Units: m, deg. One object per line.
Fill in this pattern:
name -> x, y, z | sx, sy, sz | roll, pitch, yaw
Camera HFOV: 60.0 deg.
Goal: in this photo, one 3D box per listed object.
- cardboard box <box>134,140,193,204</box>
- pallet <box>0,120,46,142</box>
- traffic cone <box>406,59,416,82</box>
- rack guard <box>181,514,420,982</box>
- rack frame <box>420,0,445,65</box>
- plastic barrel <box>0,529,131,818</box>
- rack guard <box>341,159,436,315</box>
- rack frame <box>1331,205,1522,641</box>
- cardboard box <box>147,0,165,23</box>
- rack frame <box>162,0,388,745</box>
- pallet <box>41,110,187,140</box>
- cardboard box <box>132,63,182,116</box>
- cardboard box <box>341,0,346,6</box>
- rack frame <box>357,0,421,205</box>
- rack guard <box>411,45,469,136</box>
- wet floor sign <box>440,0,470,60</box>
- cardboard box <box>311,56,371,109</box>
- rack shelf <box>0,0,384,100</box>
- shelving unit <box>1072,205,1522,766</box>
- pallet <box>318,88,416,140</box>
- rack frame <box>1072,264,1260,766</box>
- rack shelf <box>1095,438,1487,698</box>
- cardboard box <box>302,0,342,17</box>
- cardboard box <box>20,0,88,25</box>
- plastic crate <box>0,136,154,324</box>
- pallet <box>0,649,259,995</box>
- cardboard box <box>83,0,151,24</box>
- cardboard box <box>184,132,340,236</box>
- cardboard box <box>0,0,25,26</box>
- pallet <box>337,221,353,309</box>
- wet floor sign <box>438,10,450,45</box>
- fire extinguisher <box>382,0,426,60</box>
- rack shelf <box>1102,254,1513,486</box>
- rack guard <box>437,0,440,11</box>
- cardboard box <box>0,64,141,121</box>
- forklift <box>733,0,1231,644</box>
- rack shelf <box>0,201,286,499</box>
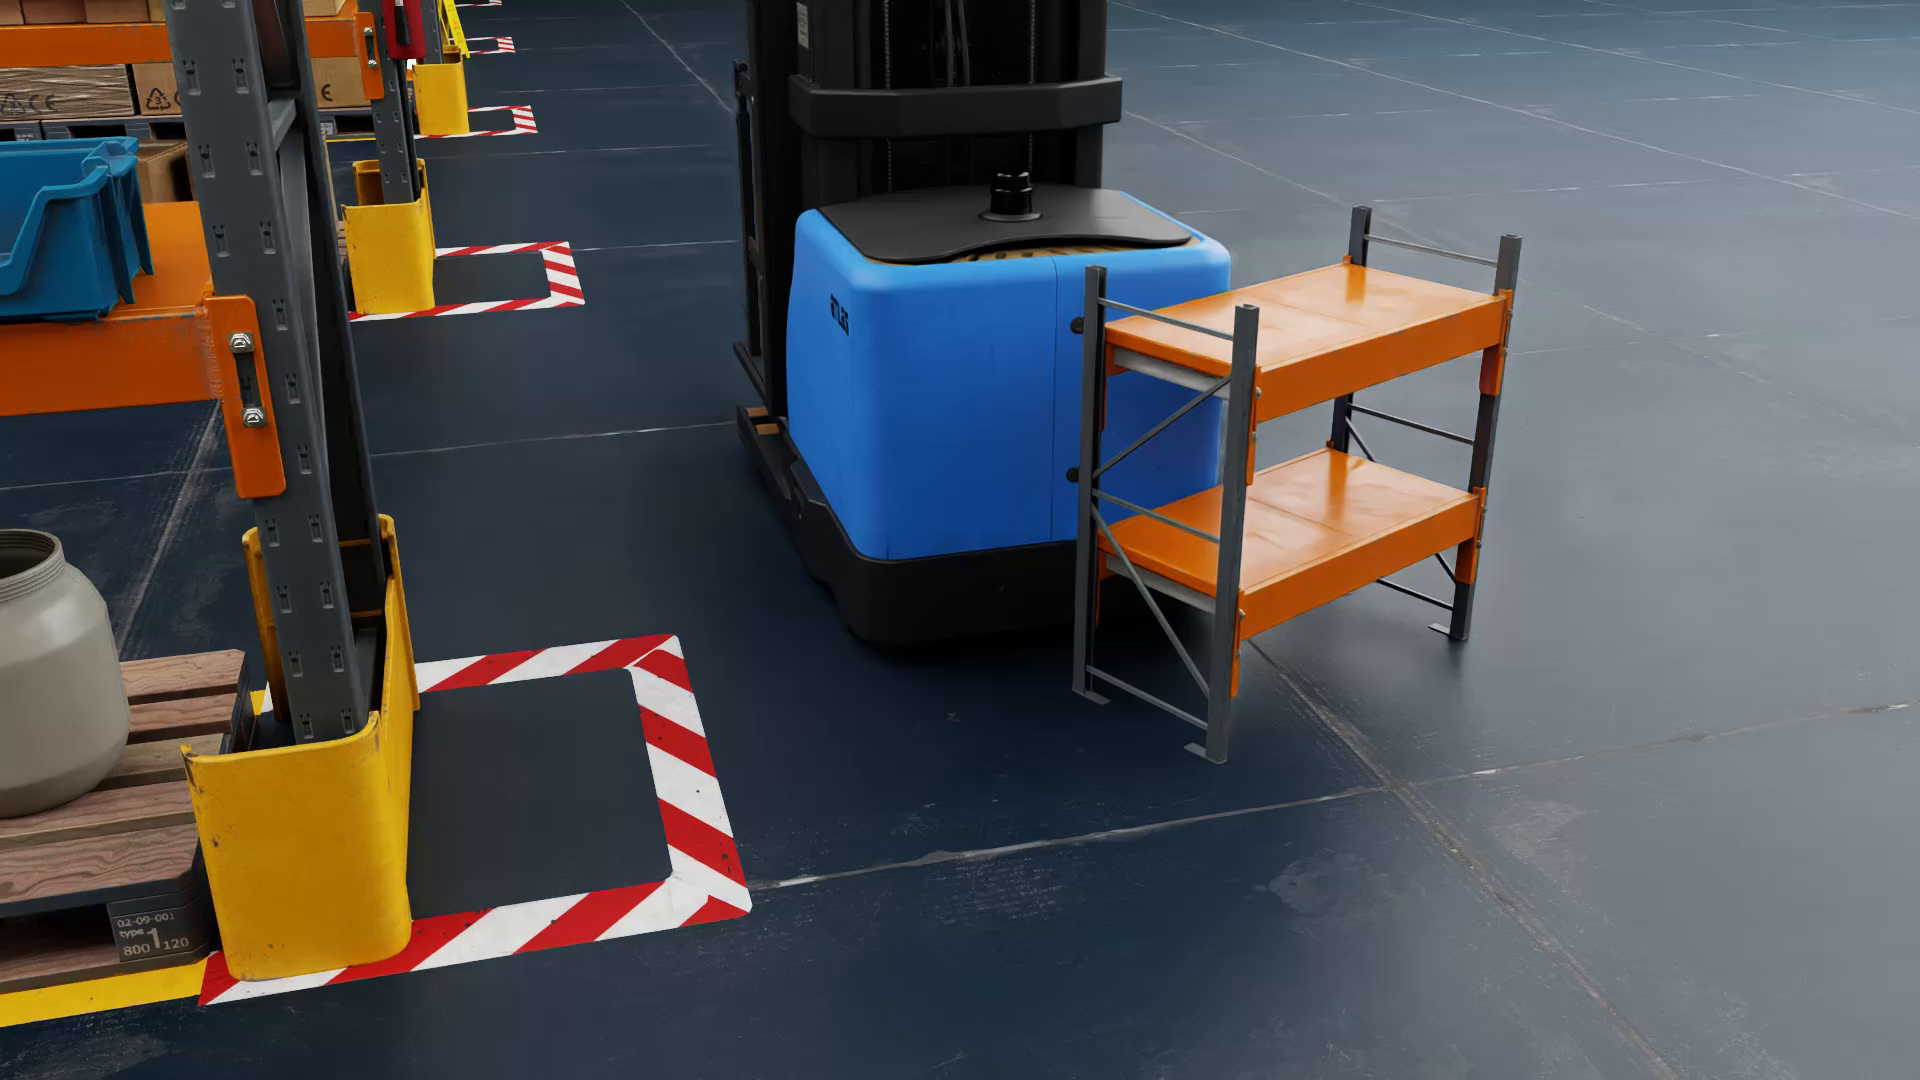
cardboard box -> -3.870, -1.565, 7.730 | 0.500, 0.500, 0.500 | 0, 23, 0
pallet -> -7.039, -2.895, 11.729 | 1.213, 0.211, 1.003 | -6, 24, -14
traffic cone -> -4.813, -4.333, 14.762 | 0.334, 0.463, 0.336 | -6, 24, -14
rack guard -> -1.421, 0.398, 3.689 | 0.348, 0.500, 1.175 | -6, 24, -14
rack frame -> -3.941, -4.551, 12.052 | 0.127, 3.000, 1.000 | -6, 24, -14
plastic barrel -> -1.973, 0.273, 3.433 | 0.421, 0.512, 0.421 | 0, 23, 0
rack guard -> -2.771, -1.500, 8.113 | 0.348, 0.500, 1.175 | -6, 24, -14
rack frame -> 1.237, -0.315, 4.557 | 0.032, 1.125, 0.500 | -19, 30, -37
cardboard box -> -3.385, -2.360, 7.266 | 0.250, 0.149, 0.380 | -6, 24, -14
rack frame -> -1.360, -0.777, 3.256 | 0.127, 3.000, 1.000 | -6, 24, -14
pallet -> -5.862, -3.026, 12.035 | 1.213, 0.211, 1.003 | -6, 24, -14
cardboard box -> -5.422, -3.576, 11.942 | 0.875, 0.875, 0.875 | -7, 24, -15
cardboard box -> -3.037, -2.602, 7.828 | 0.250, 0.149, 0.380 | -6, 24, -14
rack frame -> -2.698, -2.657, 7.639 | 0.127, 3.000, 1.000 | -6, 24, -14
rack guard -> -3.918, -3.405, 12.551 | 0.348, 0.500, 1.175 | -6, 24, -14
wet floor sign -> -4.903, -4.952, 15.972 | 0.232, 0.644, 0.267 | 2, 23, 4
cardboard box -> -4.576, -3.670, 12.162 | 0.875, 0.875, 0.875 | -6, 24, -14
rack shelf -> -4.624, -2.114, 7.284 | 4.000, 0.370, 1.077 | -6, 24, -14
shelving unit -> 0.852, -0.184, 4.251 | 1.048, 1.125, 0.538 | -19, 30, -37
pallet -> -4.689, -3.155, 12.335 | 1.213, 0.211, 1.003 | -6, 24, -14
rack frame -> 0.467, -0.053, 3.946 | 0.032, 1.125, 0.500 | -19, 30, -37
rack shelf -> 0.852, 0.041, 4.348 | 1.000, 0.278, 0.538 | -19, 30, -37
cardboard box -> -2.917, -2.433, 7.435 | 0.250, 0.149, 0.380 | -6, 24, -14
cardboard box -> -3.881, -2.329, 7.192 | 0.250, 0.149, 0.380 | -6, 24, -14
plastic crate -> -1.761, -0.542, 2.897 | 0.616, 0.251, 0.499 | -6, 24, -14
pallet -> -2.204, 0.615, 3.549 | 1.213, 0.211, 1.003 | -6, 24, -14
cardboard box -> -3.629, -2.340, 7.217 | 0.250, 0.149, 0.380 | -6, 24, -14
cardboard box -> -3.304, -1.641, 7.909 | 0.500, 0.500, 0.500 | -2, 23, -5
cardboard box -> -4.116, -2.294, 7.110 | 0.250, 0.149, 0.380 | -6, 24, -14
pallet -> -3.563, -1.295, 7.999 | 1.213, 0.211, 1.003 | -6, 24, -14
wet floor sign -> -4.448, -4.224, 14.276 | 0.232, 0.644, 0.267 | -11, 25, -23
fire extinguisher -> -2.464, -2.459, 7.275 | 0.183, 0.674, 0.296 | -6, 24, -14
rack shelf -> 0.852, -0.453, 4.136 | 1.000, 0.278, 0.538 | -19, 30, -37
rack guard -> -5.448, -5.263, 16.881 | 0.348, 0.500, 1.175 | -6, 24, -14
cardboard box -> -6.301, -3.479, 11.717 | 0.875, 0.875, 0.875 | -6, 24, -14
forklift -> -0.172, -1.623, 5.316 | 1.130, 2.935, 3.031 | -6, 24, -15
rack shelf -> -3.286, -0.233, 2.902 | 4.000, 0.370, 1.077 | -6, 24, -14
